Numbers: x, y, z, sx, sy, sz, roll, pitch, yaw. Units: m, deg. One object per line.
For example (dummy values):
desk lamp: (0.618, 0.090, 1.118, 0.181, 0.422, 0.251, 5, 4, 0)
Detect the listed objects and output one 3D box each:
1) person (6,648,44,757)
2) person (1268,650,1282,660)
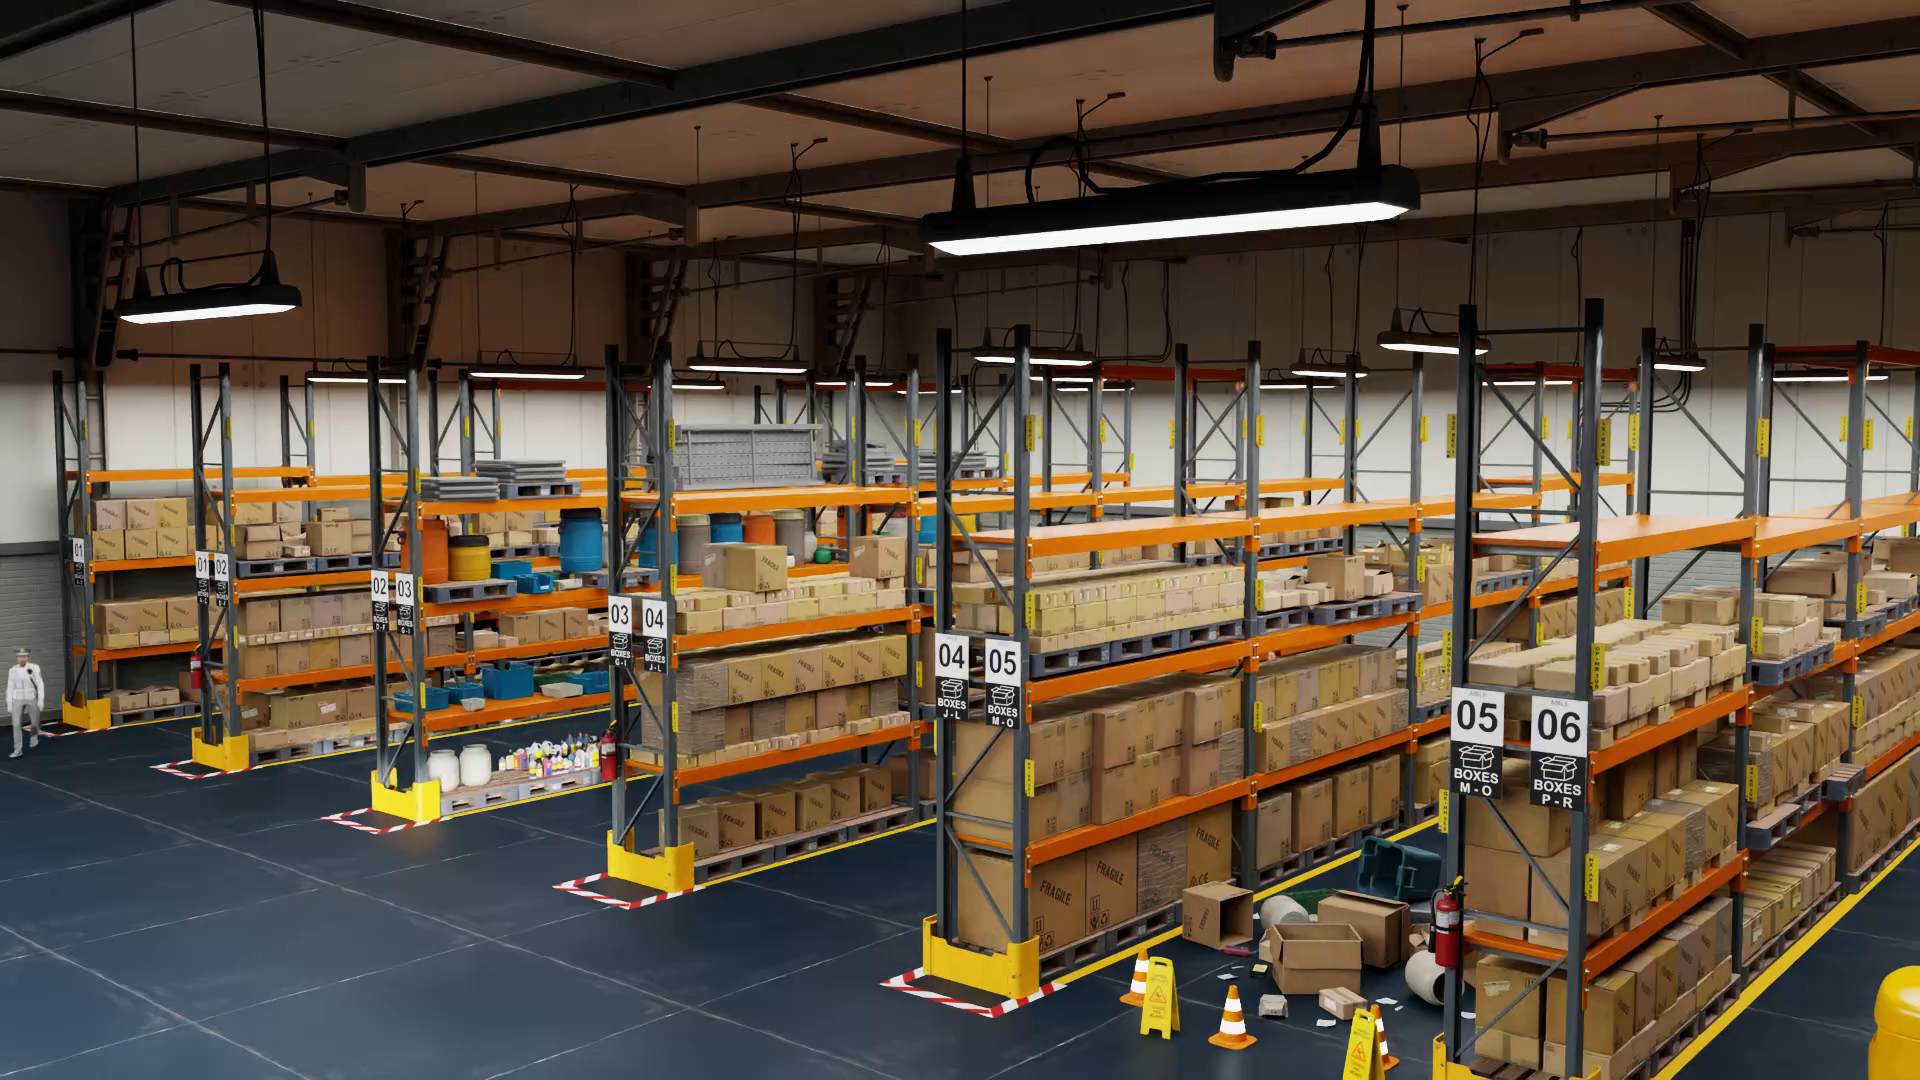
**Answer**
person: (-14.432, 2.474, 25.682, 0.531, 1.646, 0.802, -1, 4, -18)
person: (4.811, 2.494, 25.589, 0.619, 1.695, 0.501, -3, 5, -35)
